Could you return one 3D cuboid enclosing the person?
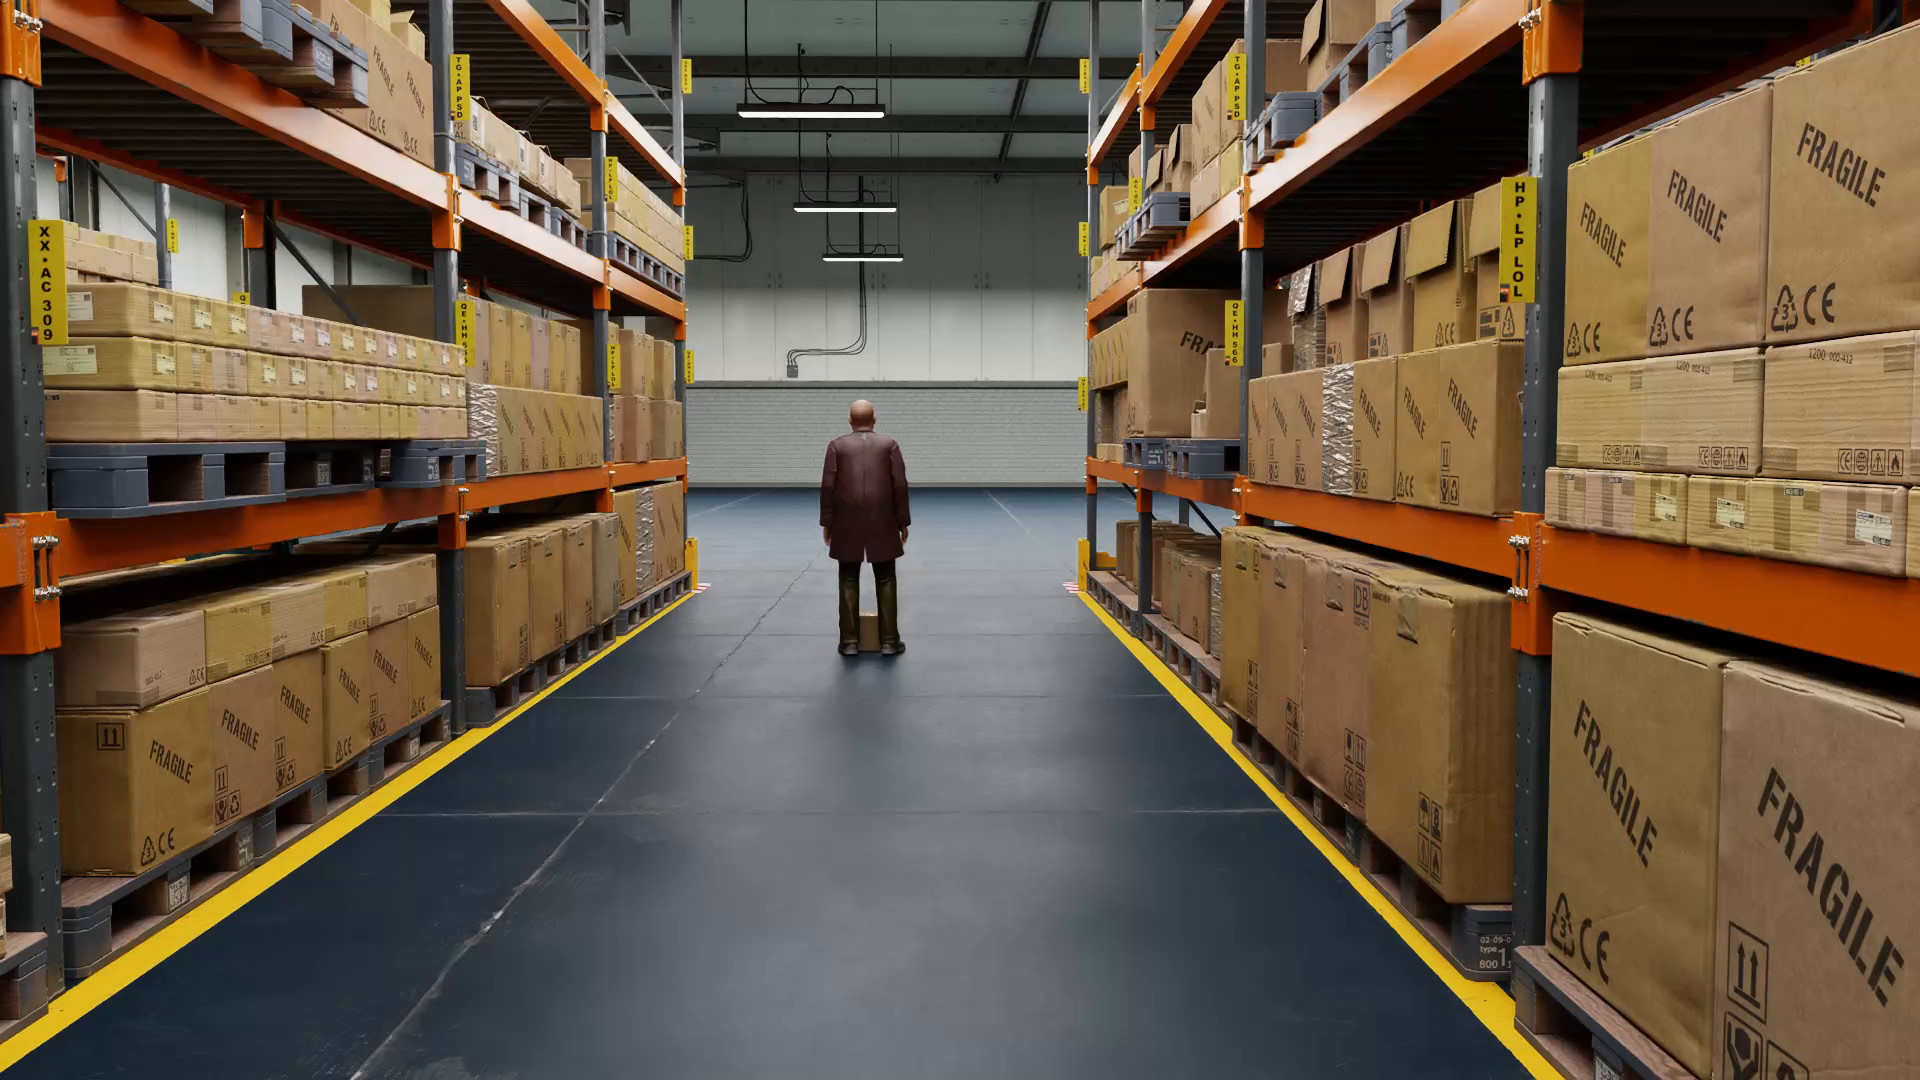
[{"bbox_3d":[-0.660,-0.090,11.616,0.641,1.773,0.428,0,4,-1],"label":"person"}]
